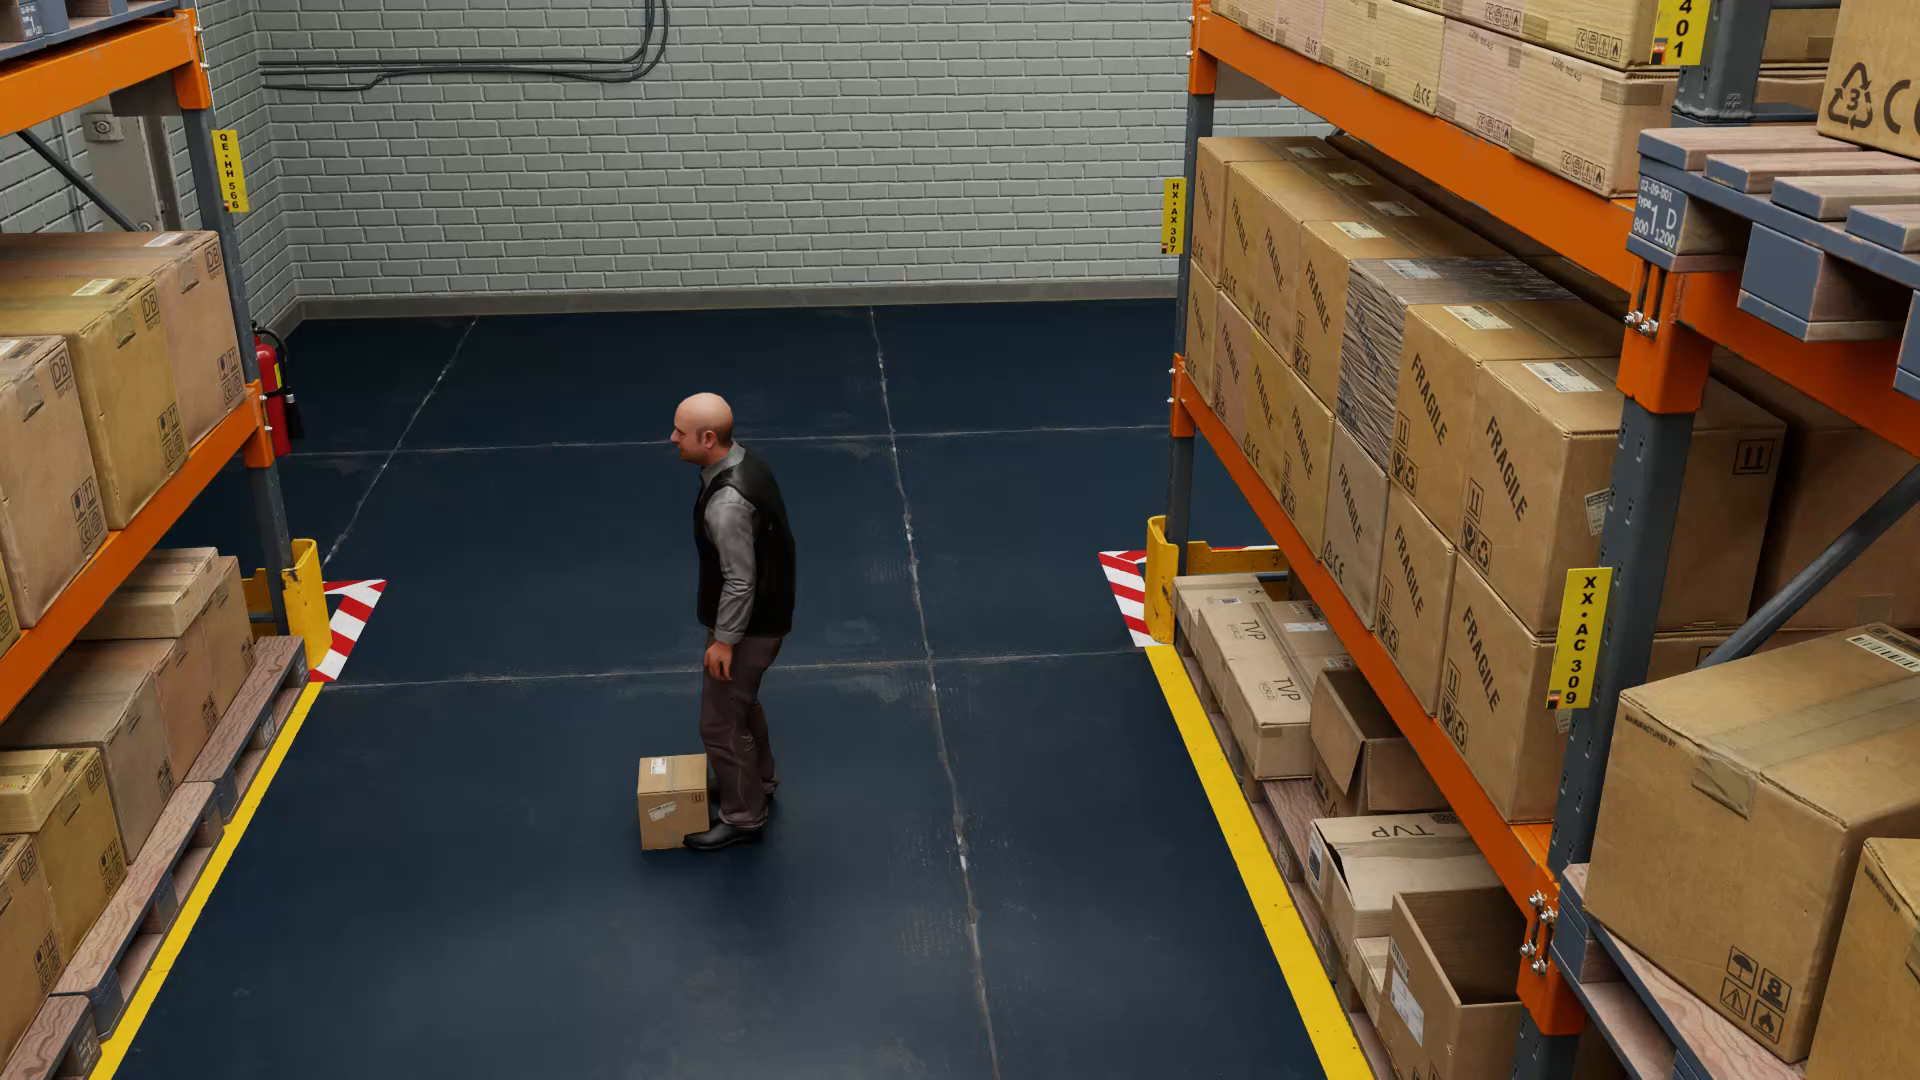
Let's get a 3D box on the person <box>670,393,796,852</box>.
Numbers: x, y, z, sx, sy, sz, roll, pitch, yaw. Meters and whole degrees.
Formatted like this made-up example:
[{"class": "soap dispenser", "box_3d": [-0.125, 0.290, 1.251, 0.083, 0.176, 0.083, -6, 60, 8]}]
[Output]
[{"class": "person", "box_3d": [-0.811, 0.288, 5.967, 0.463, 1.721, 0.581, -2, 24, -5]}]
